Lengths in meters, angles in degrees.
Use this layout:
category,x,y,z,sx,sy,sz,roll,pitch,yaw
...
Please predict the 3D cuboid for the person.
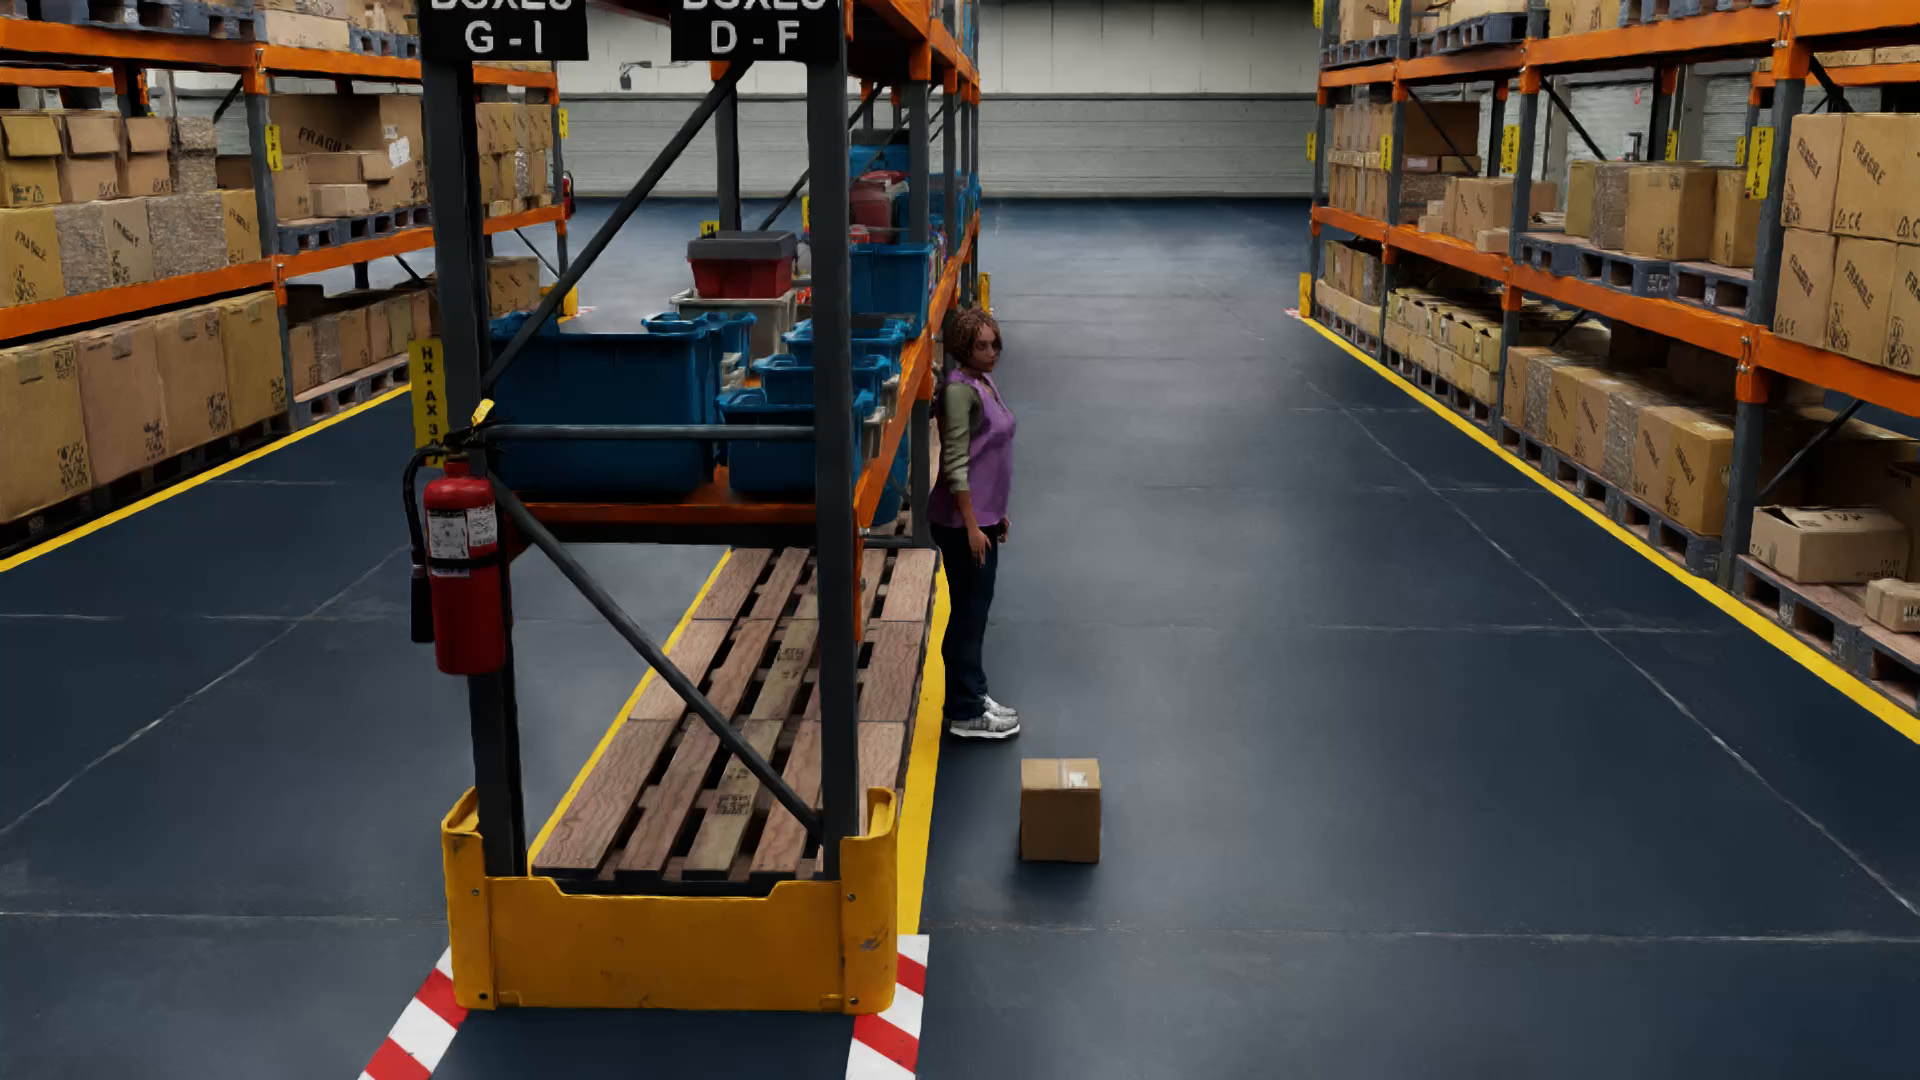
category,x,y,z,sx,sy,sz,roll,pitch,yaw
person,0.058,-0.043,6.177,0.363,1.622,0.459,3,15,13
